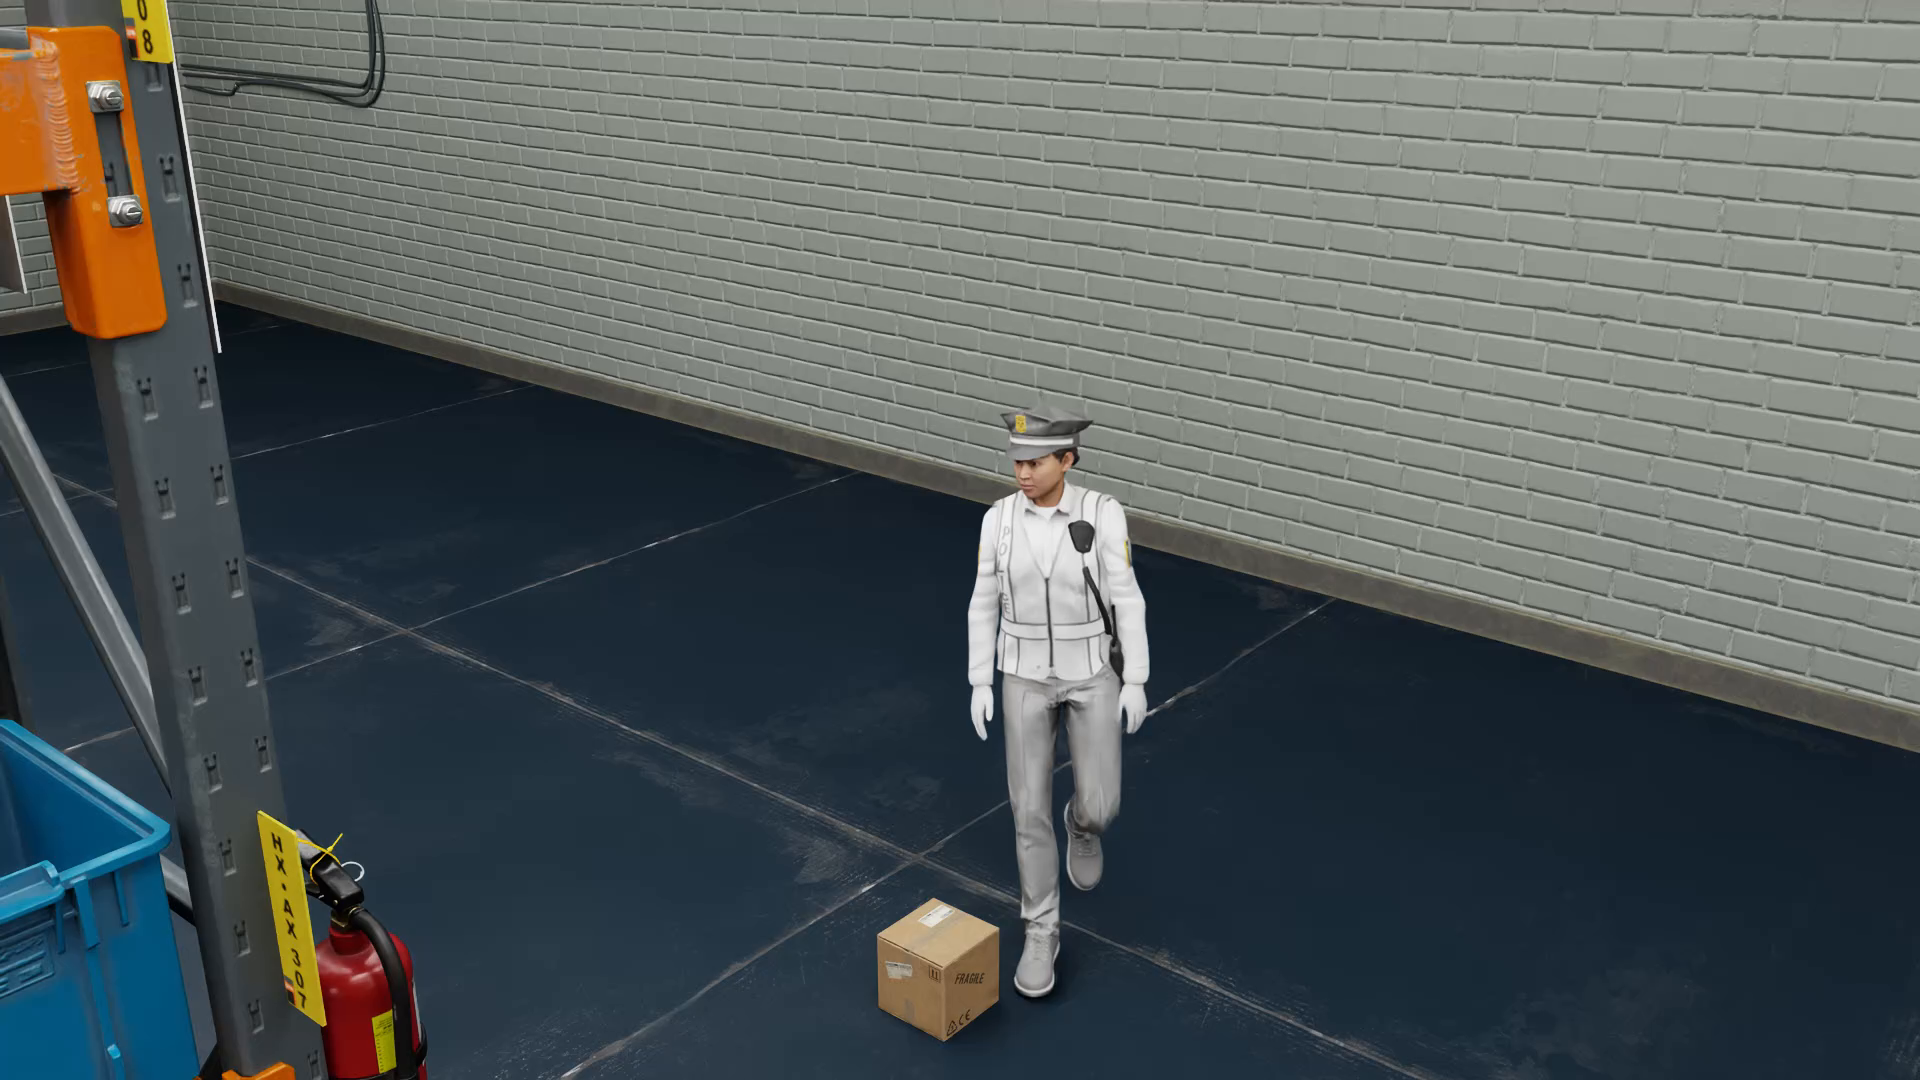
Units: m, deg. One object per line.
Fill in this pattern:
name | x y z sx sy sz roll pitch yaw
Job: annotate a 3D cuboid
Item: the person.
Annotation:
person | 0.264 0.446 4.838 0.550 1.653 0.667 5 21 13
